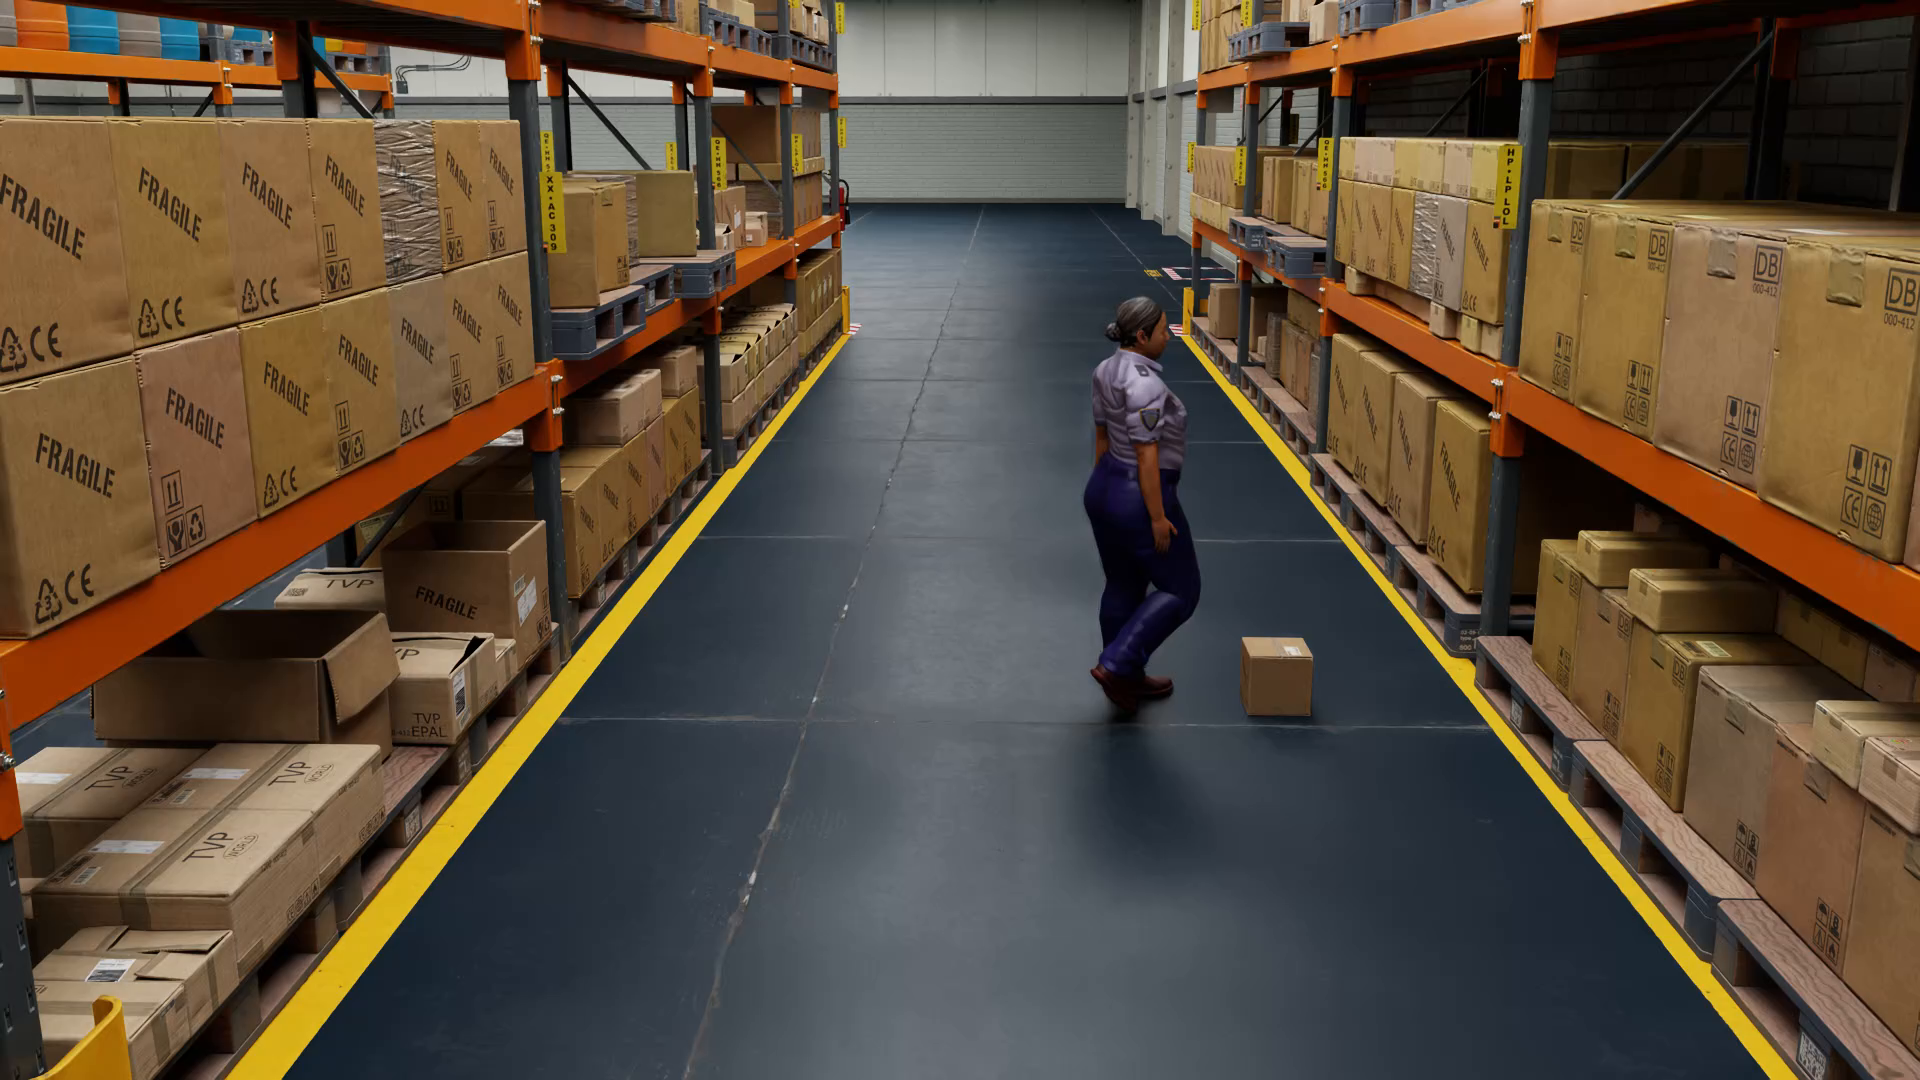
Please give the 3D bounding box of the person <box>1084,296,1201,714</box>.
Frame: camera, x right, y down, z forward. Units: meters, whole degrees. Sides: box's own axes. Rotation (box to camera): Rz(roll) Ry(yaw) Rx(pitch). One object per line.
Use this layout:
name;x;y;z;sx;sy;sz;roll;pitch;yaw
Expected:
person;0.682;-0.129;6.532;0.497;1.627;0.504;-5;15;-21
